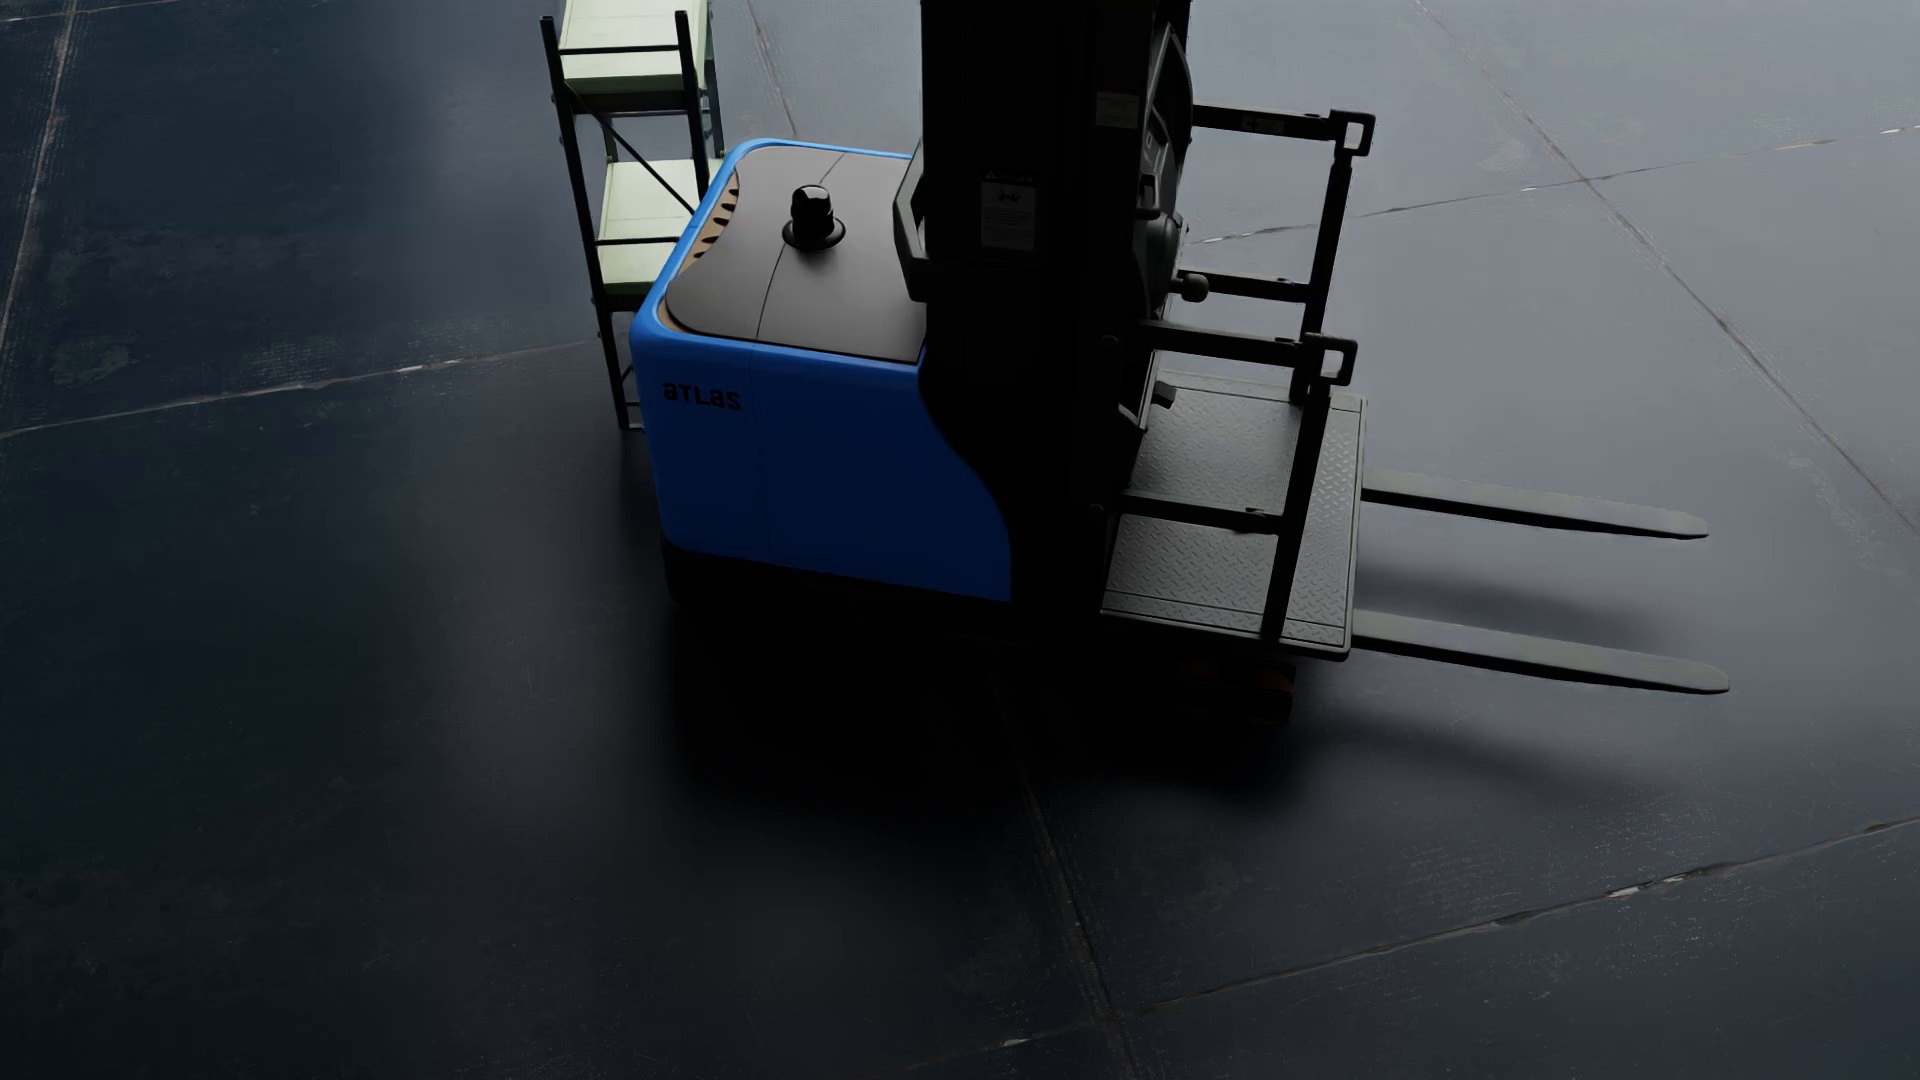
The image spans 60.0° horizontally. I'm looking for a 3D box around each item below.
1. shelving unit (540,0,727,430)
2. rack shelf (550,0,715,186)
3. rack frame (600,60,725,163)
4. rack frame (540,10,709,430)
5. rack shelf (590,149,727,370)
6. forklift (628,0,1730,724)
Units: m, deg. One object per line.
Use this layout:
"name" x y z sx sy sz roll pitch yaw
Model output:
"shelving unit" -0.980 -1.175 5.352 0.431 1.500 0.755 -3 46 -3
"rack shelf" -0.980 -1.449 5.073 0.431 0.370 0.720 -3 46 -3
"rack frame" -1.010 -1.436 5.607 0.400 1.500 0.023 -3 46 -3
"rack frame" -0.950 -0.915 5.097 0.400 1.500 0.023 -3 46 -3
"rack shelf" -0.980 -0.947 5.585 0.431 0.370 0.720 -3 46 -3
"forklift" 0.692 -0.920 4.099 3.031 2.935 1.130 9 46 9
